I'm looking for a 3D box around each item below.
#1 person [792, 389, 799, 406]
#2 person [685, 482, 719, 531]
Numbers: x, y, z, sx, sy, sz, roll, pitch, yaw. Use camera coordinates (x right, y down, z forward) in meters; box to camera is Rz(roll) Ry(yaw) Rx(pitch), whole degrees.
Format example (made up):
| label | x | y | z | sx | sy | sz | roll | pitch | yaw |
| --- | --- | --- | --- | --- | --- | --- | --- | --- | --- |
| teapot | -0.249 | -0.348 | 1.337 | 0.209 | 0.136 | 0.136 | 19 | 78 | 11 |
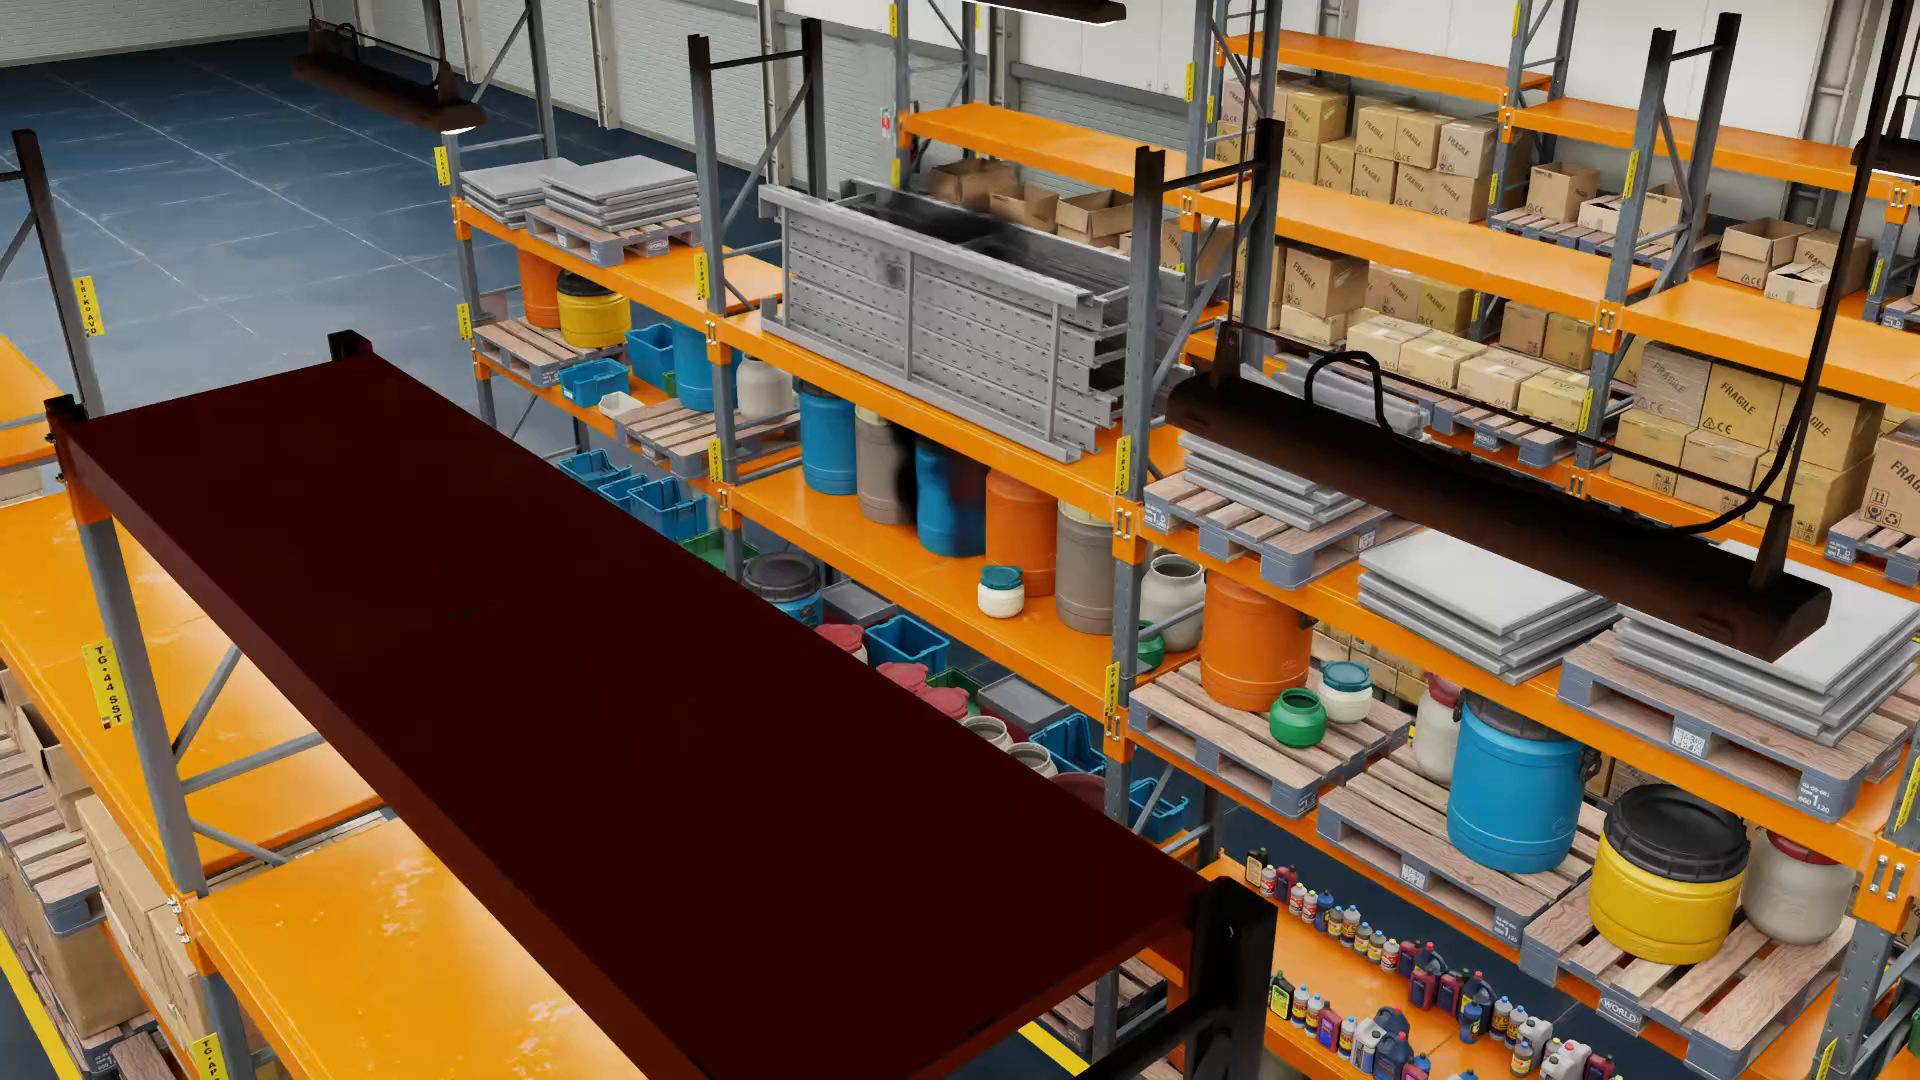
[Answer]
| label | x | y | z | sx | sy | sz | roll | pitch | yaw |
| --- | --- | --- | --- | --- | --- | --- | --- | --- | --- |
| person | -2.203 | -2.025 | 19.741 | 0.895 | 1.707 | 0.614 | -5 | 27 | -9 |
| person | -2.484 | -0.429 | 16.620 | 0.586 | 1.683 | 0.829 | -24 | 35 | -39 |
